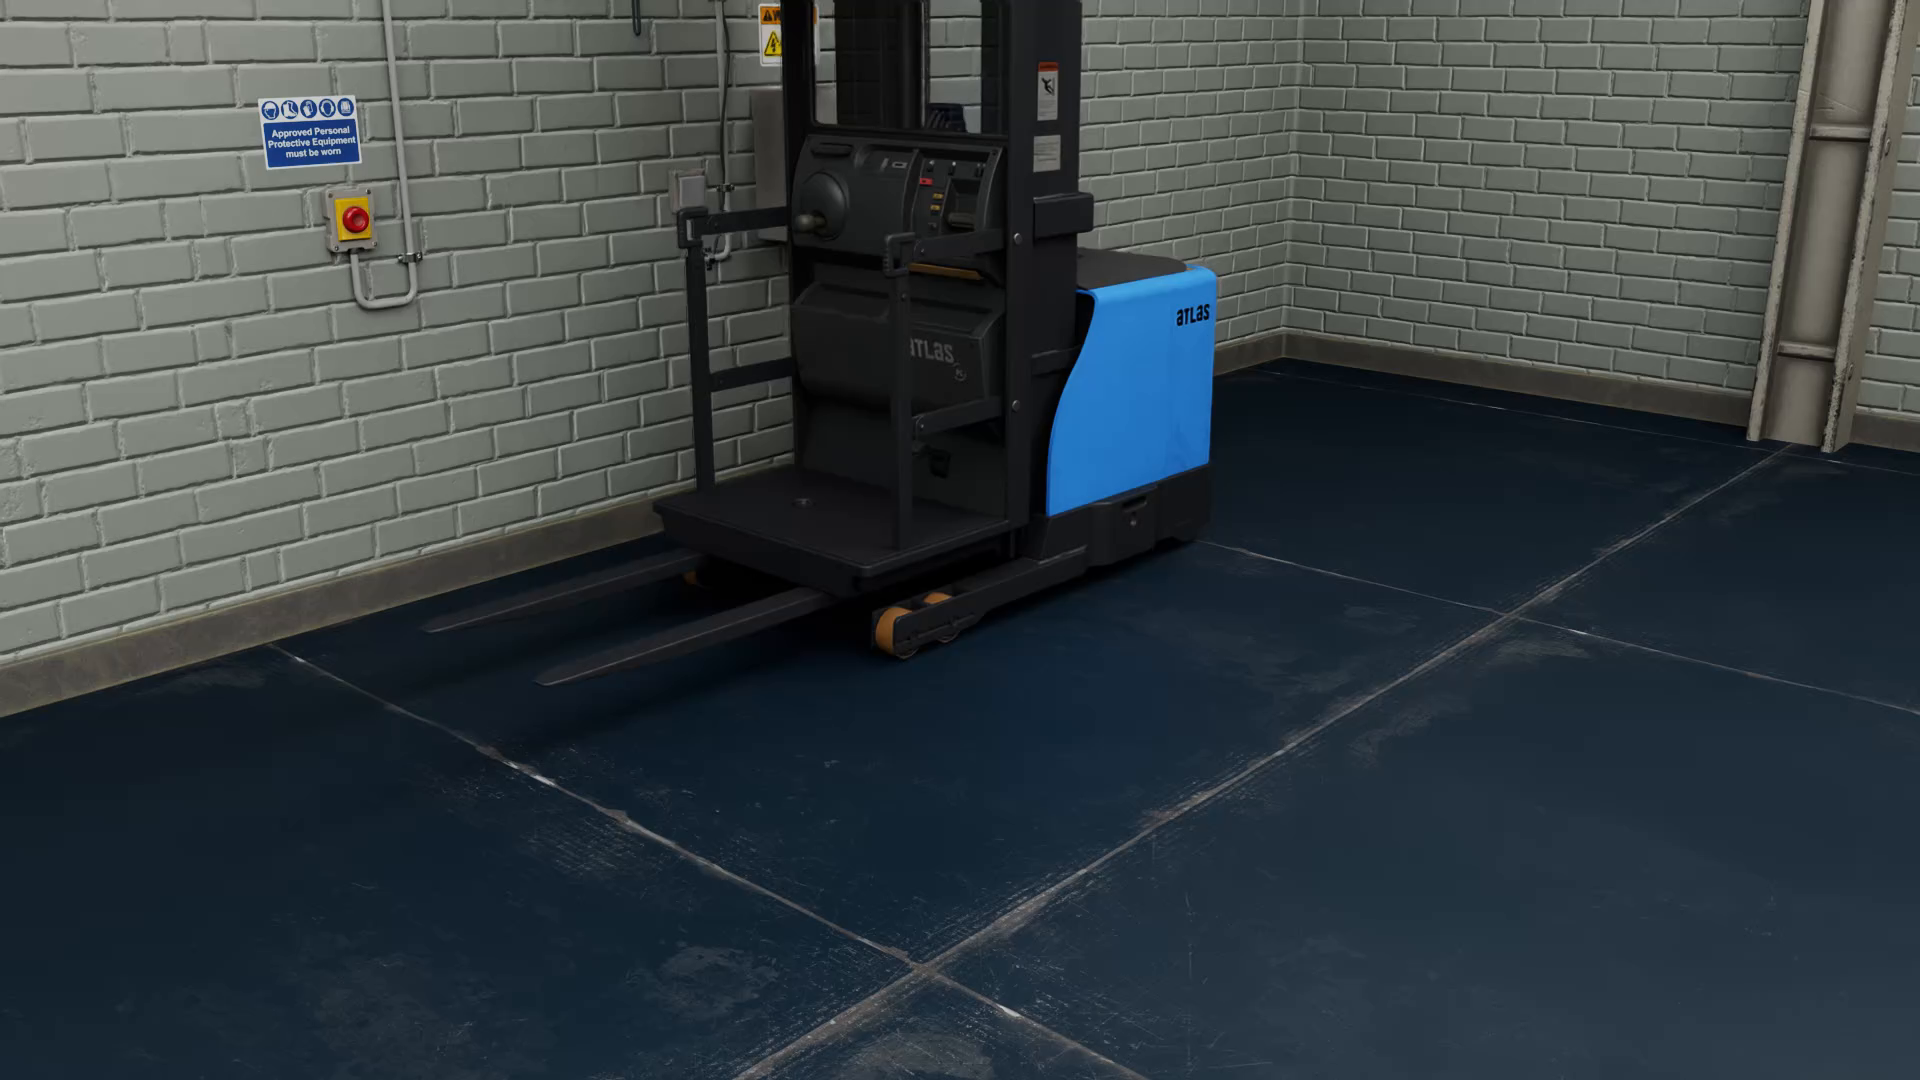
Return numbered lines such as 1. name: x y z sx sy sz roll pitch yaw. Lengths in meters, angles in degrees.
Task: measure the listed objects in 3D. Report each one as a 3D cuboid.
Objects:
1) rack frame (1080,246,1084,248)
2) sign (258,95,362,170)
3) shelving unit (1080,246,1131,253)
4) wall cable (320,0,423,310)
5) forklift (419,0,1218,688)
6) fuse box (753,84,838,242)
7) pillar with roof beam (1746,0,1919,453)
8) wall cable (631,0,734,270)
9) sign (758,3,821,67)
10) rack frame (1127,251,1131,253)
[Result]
1. rack frame: 0.460 -0.730 7.175 0.008 1.050 0.200 15 23 39
2. sign: -2.076 -1.306 5.323 0.001 0.218 0.327 15 23 39
3. shelving unit: 0.551 -0.705 7.098 0.252 1.050 0.215 15 23 39
4. wall cable: -1.999 -1.675 5.201 0.123 1.953 0.585 15 23 39
5. forklift: -0.370 -1.186 5.502 1.130 2.935 3.031 16 23 40
6. fuse box: -0.495 -1.008 6.959 0.414 1.711 0.539 15 23 39
7. pillar with roof beam: 1.250 -3.804 3.721 0.400 9.000 9.100 15 23 39
8. wall cable: -1.066 -1.984 6.224 0.122 1.984 0.588 15 23 39
9. sign: -0.687 -2.045 6.731 0.001 0.242 0.339 15 23 39
10. rack frame: 0.642 -0.680 7.020 0.008 1.050 0.200 15 23 39
